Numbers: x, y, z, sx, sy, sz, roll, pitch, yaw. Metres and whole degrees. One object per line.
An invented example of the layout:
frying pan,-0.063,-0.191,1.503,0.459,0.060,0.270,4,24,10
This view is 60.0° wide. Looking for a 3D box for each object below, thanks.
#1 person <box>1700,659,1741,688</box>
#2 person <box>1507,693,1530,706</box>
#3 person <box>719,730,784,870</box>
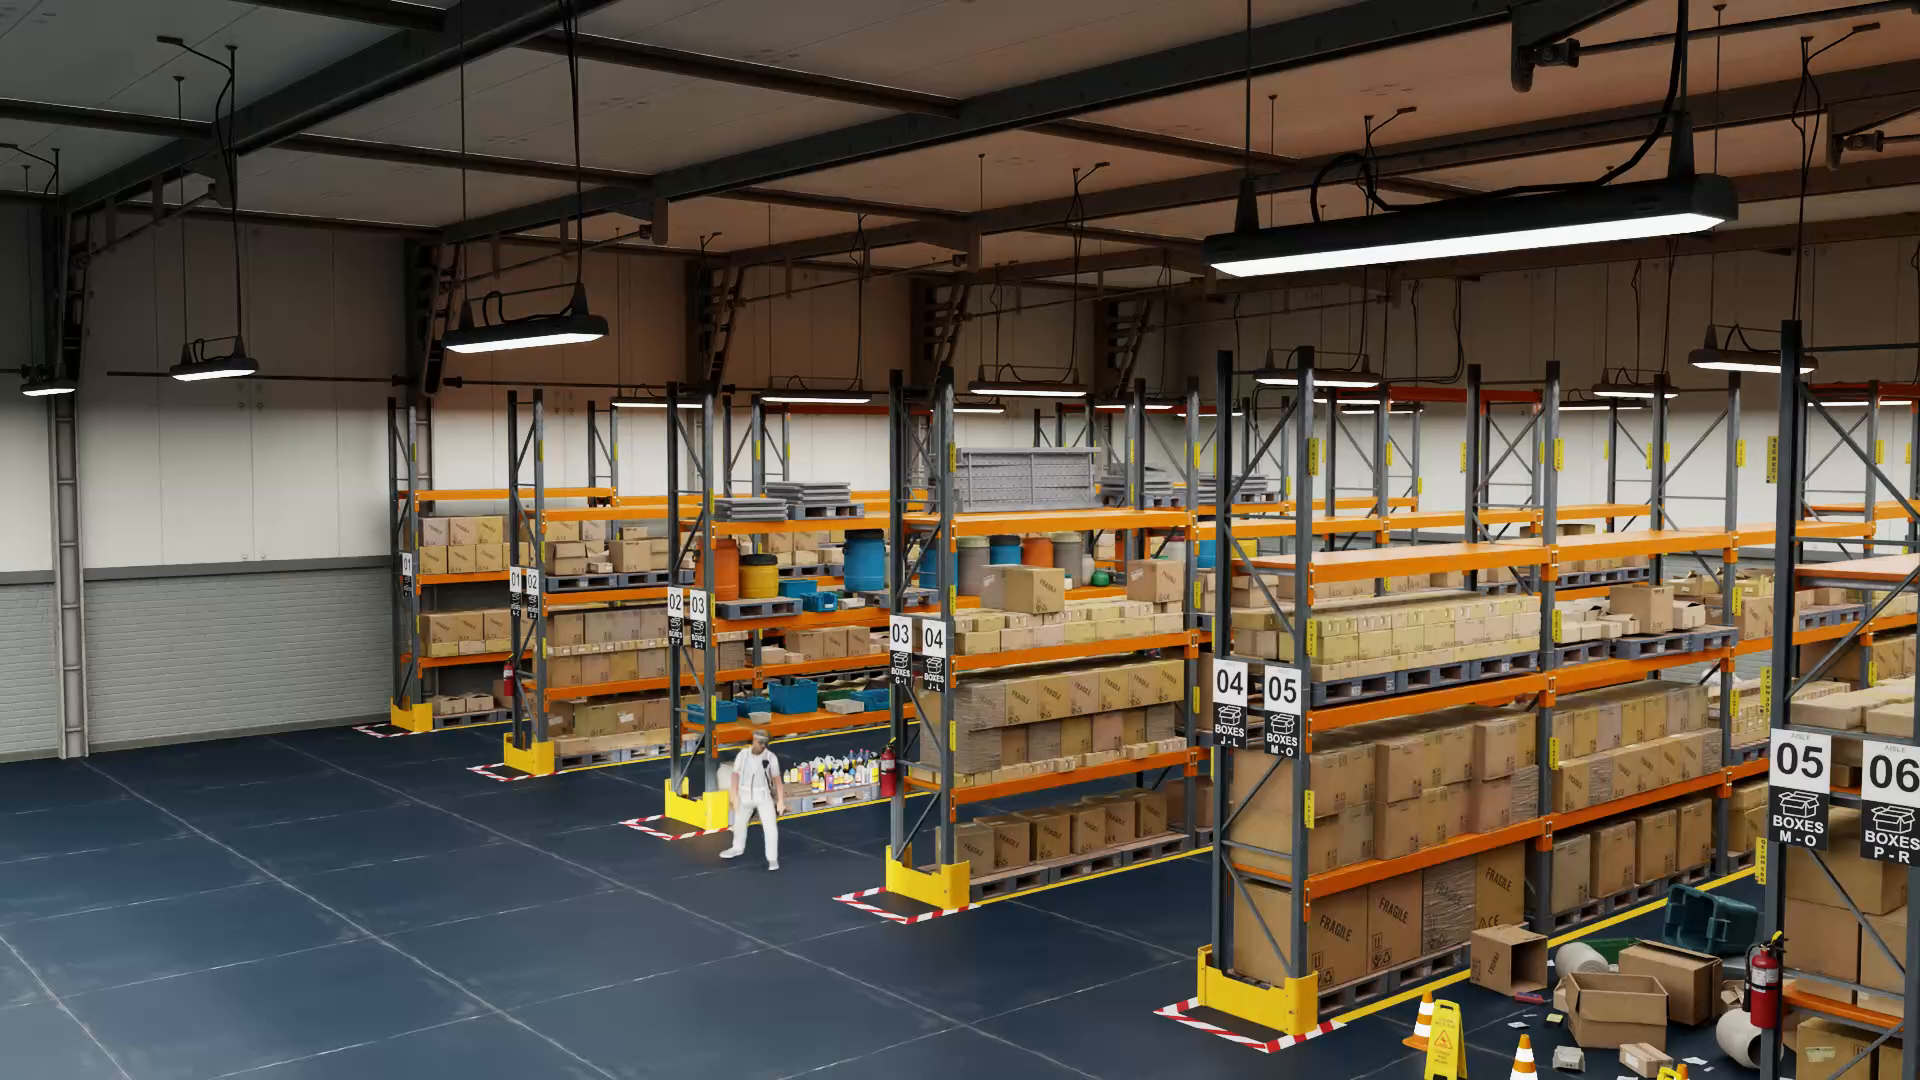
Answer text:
person,12.648,2.720,27.745,0.573,1.694,0.661,3,5,45
person,8.083,2.913,23.813,0.767,1.745,0.651,-2,4,-37
person,-2.572,3.136,20.368,0.845,1.684,0.739,0,3,4
